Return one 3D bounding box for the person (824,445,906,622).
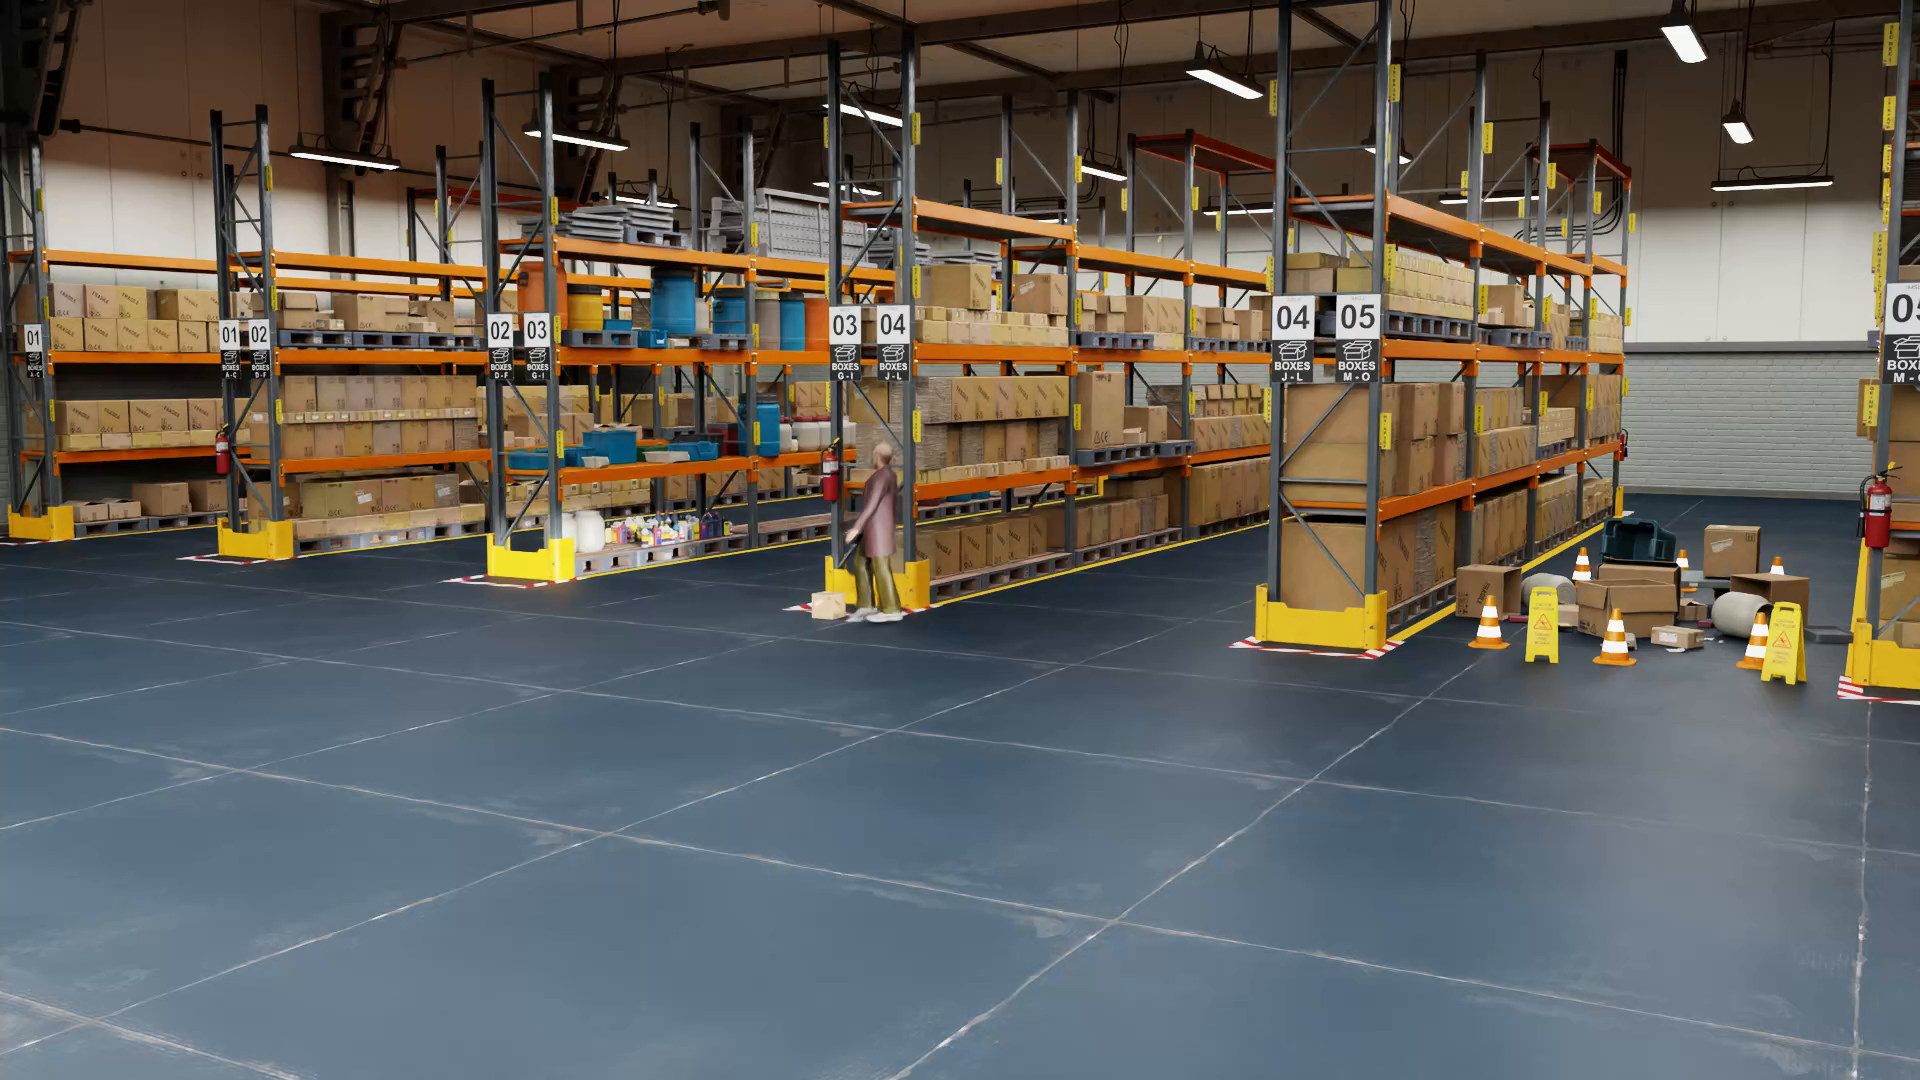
[{"bbox_3d":[-0.965,-0.062,16.594,0.866,1.770,0.604,1,6,8],"label":"person"}]
